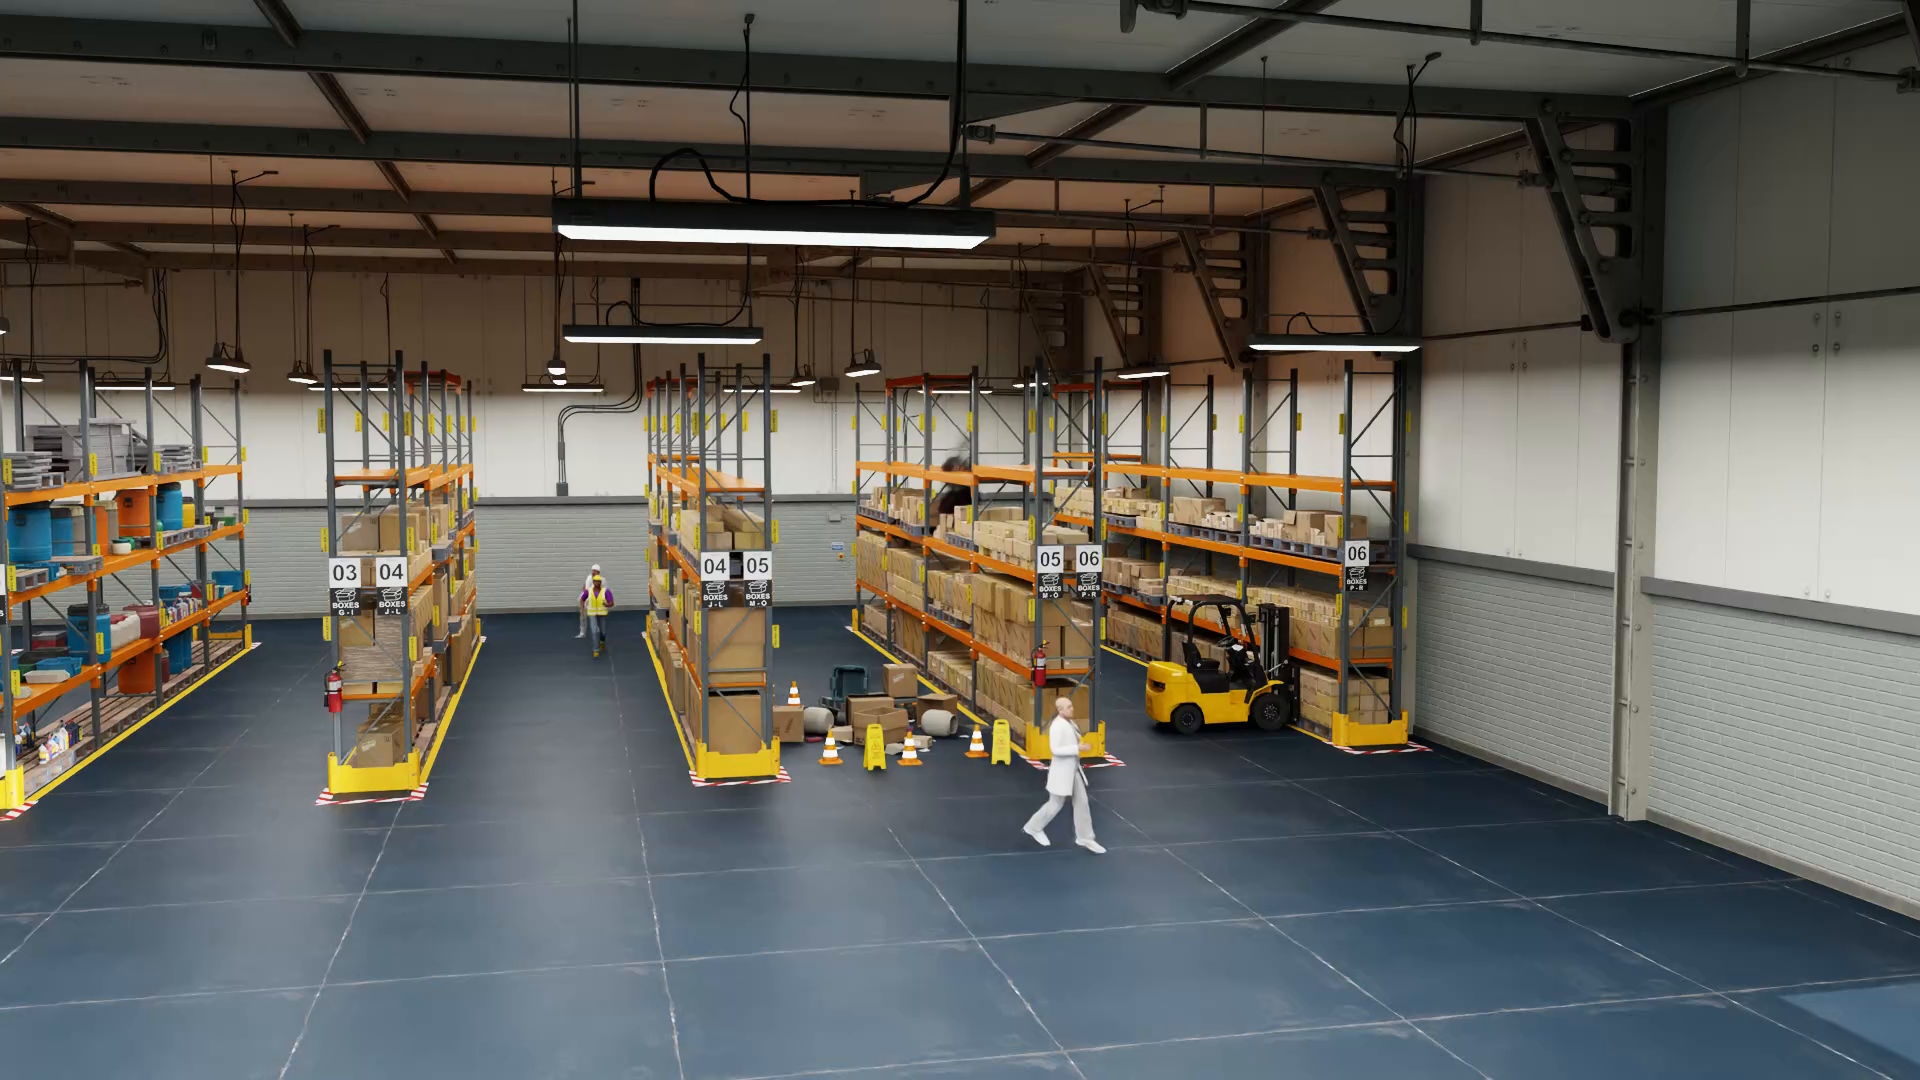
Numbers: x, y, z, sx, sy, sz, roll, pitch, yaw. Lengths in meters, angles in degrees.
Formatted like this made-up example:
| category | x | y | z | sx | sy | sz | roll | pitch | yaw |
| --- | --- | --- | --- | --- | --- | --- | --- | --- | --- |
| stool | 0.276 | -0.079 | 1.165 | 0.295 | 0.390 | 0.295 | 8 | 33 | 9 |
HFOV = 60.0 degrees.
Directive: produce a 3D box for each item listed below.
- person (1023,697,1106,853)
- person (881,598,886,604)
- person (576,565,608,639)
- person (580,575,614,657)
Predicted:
| category | x | y | z | sx | sy | sz | roll | pitch | yaw |
| --- | --- | --- | --- | --- | --- | --- | --- | --- | --- |
| person | 1.211 | 2.737 | 19.446 | 0.986 | 1.808 | 0.698 | 2 | 4 | 28 |
| person | -1.740 | 1.288 | 41.931 | 0.609 | 1.601 | 0.768 | 1 | 4 | 10 |
| person | -8.547 | 1.437 | 38.896 | 0.732 | 1.714 | 0.818 | 2 | 4 | 21 |
| person | -7.830 | 1.628 | 35.894 | 0.713 | 1.746 | 0.920 | -1 | 4 | -13 |
